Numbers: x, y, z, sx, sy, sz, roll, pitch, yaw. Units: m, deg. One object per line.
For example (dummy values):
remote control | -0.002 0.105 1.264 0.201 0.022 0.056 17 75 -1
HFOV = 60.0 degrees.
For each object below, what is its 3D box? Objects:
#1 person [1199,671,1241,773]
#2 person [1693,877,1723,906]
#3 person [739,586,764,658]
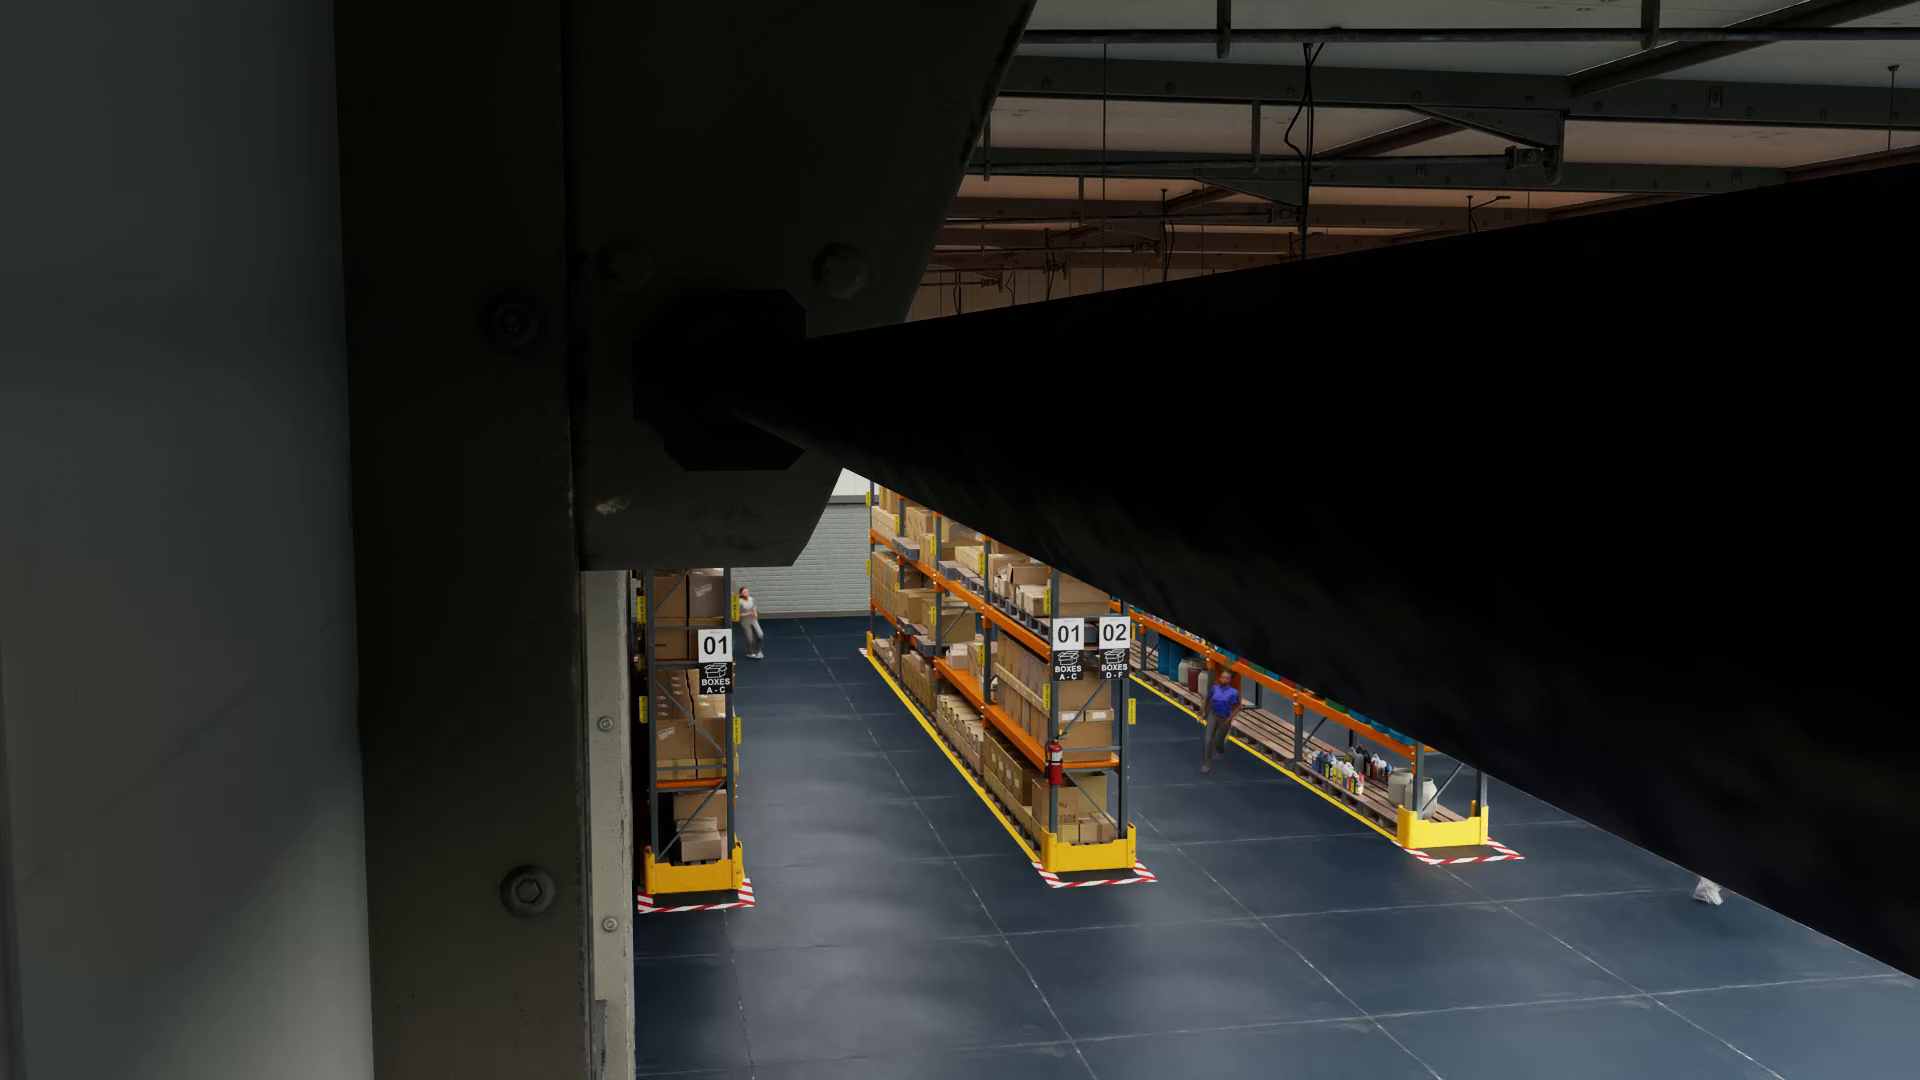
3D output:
person | 4.090 2.824 26.057 0.624 1.599 0.673 3 6 23
person | 9.043 3.494 19.556 0.693 1.609 0.597 4 7 36
person | -4.553 1.779 35.842 0.654 1.597 0.635 -4 7 -35
